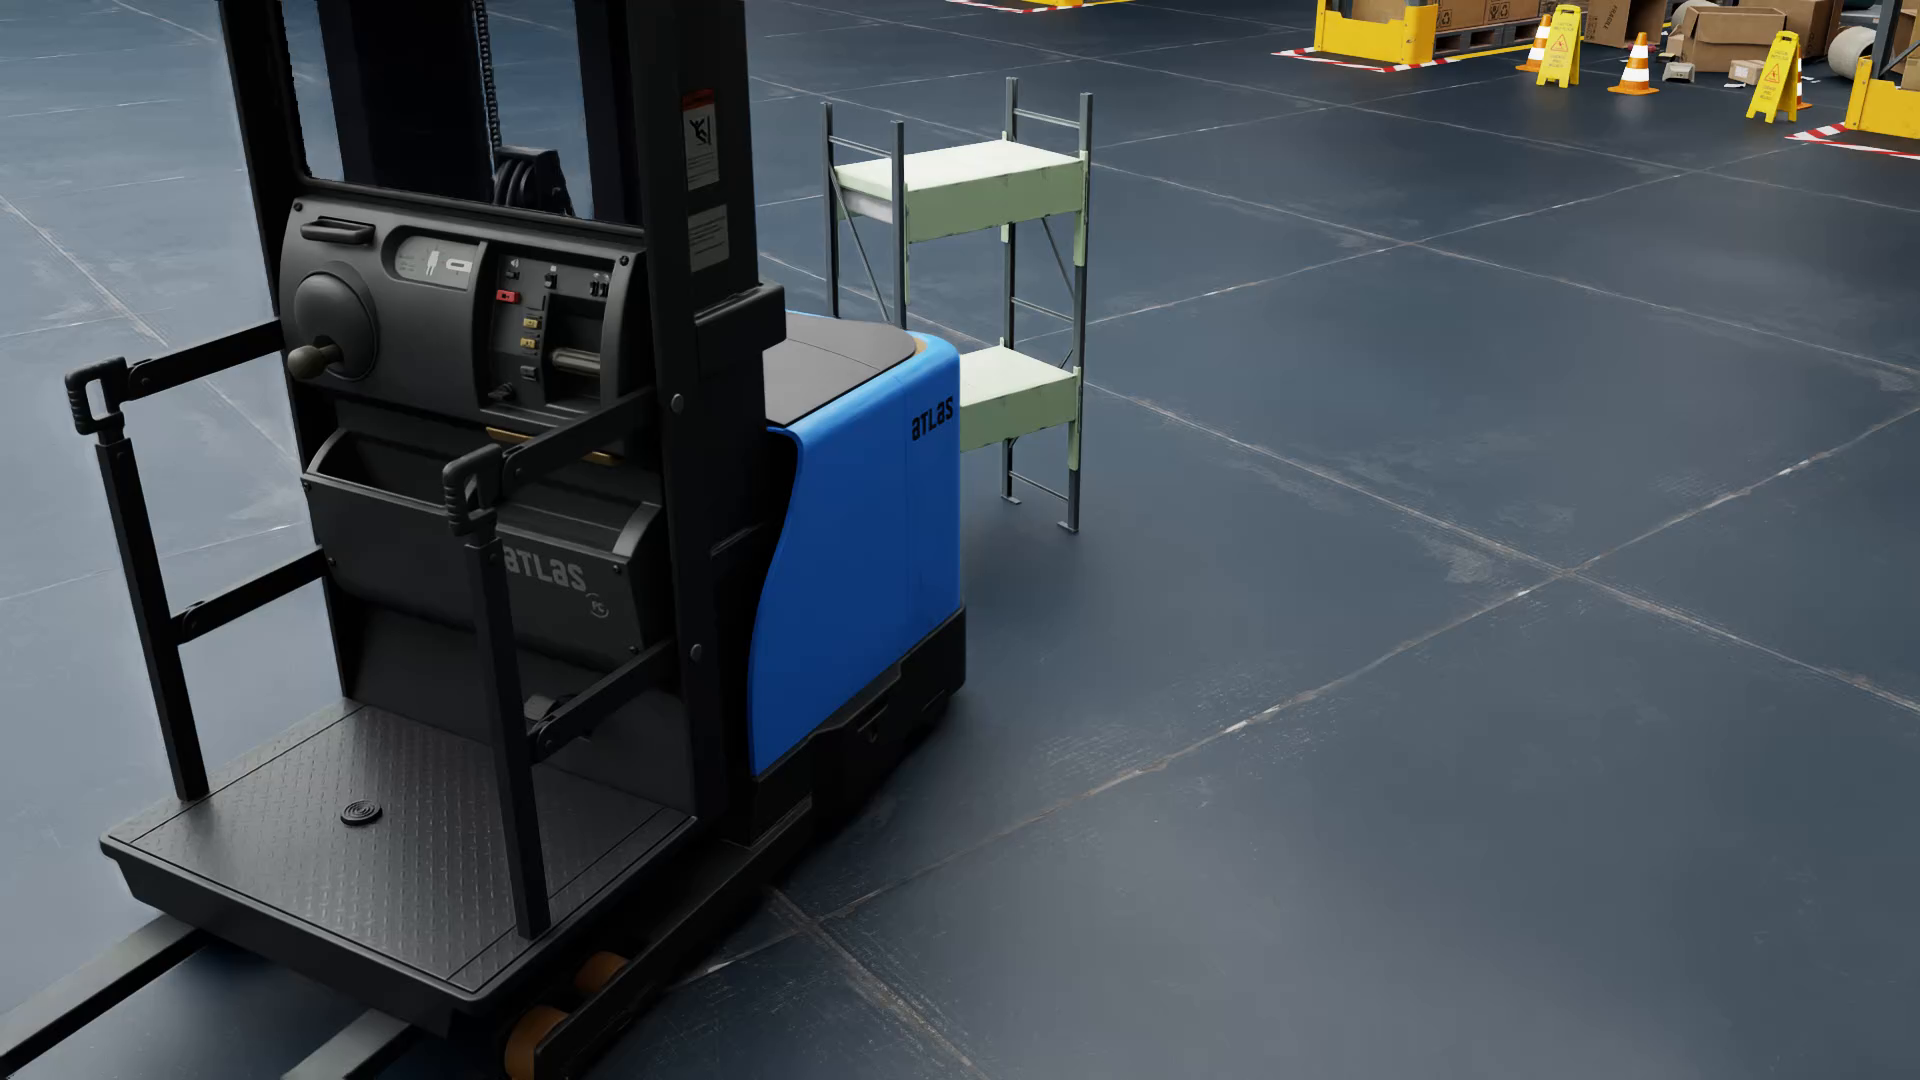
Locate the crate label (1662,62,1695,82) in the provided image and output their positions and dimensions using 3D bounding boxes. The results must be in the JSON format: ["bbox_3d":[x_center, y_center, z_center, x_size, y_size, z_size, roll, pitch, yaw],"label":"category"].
[{"bbox_3d":[6.147,-4.000,14.207,0.250,0.136,0.298,10,27,20],"label":"crate label"}]

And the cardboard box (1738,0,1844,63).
[{"bbox_3d":[7.527,-4.725,15.173,0.503,0.637,0.797,-18,31,-34],"label":"cardboard box"}]

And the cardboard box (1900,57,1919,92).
[{"bbox_3d":[7.466,-3.504,12.504,0.500,0.250,0.500,-18,31,-34],"label":"cardboard box"}]

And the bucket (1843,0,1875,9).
[{"bbox_3d":[8.306,-5.314,15.719,0.620,0.611,0.726,2,23,-21],"label":"bucket"}]

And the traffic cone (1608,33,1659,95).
[{"bbox_3d":[5.567,-3.923,13.654,0.334,0.463,0.336,-18,31,-34],"label":"traffic cone"}]

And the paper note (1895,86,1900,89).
[{"bbox_3d":[7.780,-3.781,13.860,0.142,0.019,0.148,15,29,29],"label":"paper note"}]

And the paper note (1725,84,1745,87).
[{"bbox_3d":[6.492,-3.814,13.931,0.148,0.019,0.142,15,29,29],"label":"paper note"}]

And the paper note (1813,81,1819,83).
[{"bbox_3d":[7.278,-3.898,14.136,0.123,0.001,0.032,-18,31,-34],"label":"paper note"}]

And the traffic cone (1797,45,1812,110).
[{"bbox_3d":[6.519,-3.644,13.052,0.334,0.463,0.336,-18,31,-34],"label":"traffic cone"}]

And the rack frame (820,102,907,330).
[{"bbox_3d":[-0.293,-0.583,5.226,0.023,1.500,0.400,-18,31,-34],"label":"rack frame"}]

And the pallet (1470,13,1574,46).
[{"bbox_3d":[5.383,-5.153,16.602,1.213,0.211,1.003,-18,31,-34],"label":"pallet"}]

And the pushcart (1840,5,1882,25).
[{"bbox_3d":[8.678,-4.847,15.746,1.648,0.377,0.936,15,29,29],"label":"pushcart"}]

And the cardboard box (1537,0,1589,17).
[{"bbox_3d":[5.745,-5.759,16.621,0.875,0.875,0.875,-18,30,-34],"label":"cardboard box"}]

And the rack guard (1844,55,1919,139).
[{"bbox_3d":[7.036,-3.141,11.925,0.348,0.500,1.175,-18,31,-34],"label":"rack guard"}]

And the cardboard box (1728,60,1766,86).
[{"bbox_3d":[6.761,-3.972,14.131,0.250,0.149,0.380,-3,25,-7],"label":"cardboard box"}]

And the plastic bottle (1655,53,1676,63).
[{"bbox_3d":[6.435,-4.396,15.149,0.133,0.061,0.283,15,29,29],"label":"plastic bottle"}]

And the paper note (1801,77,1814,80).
[{"bbox_3d":[7.253,-3.979,14.302,0.142,0.019,0.148,-8,26,-16],"label":"paper note"}]

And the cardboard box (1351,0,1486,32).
[{"bbox_3d":[4.336,-5.294,15.618,0.875,0.875,0.875,-18,30,-34],"label":"cardboard box"}]

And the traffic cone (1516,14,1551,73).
[{"bbox_3d":[5.137,-4.386,14.651,0.334,0.463,0.336,-18,31,-34],"label":"traffic cone"}]

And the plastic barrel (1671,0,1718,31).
[{"bbox_3d":[7.044,-4.937,15.884,0.421,0.421,0.512,1,25,2],"label":"plastic barrel"}]

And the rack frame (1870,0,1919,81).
[{"bbox_3d":[6.977,-4.255,11.356,0.127,3.000,1.000,-18,31,-34],"label":"rack frame"}]

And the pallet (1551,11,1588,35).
[{"bbox_3d":[6.344,-5.472,17.289,1.213,0.211,1.003,-18,31,-34],"label":"pallet"}]

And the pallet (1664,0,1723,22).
[{"bbox_3d":[7.551,-5.869,18.144,1.213,0.211,1.003,-18,31,-34],"label":"pallet"}]

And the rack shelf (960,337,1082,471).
[{"bbox_3d":[-0.005,-0.383,5.568,0.720,0.370,0.431,-18,31,-34],"label":"rack shelf"}]

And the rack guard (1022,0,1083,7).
[{"bbox_3d":[0.921,-6.424,18.999,0.348,0.500,1.175,-18,31,-34],"label":"rack guard"}]

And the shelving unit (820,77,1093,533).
[{"bbox_3d":[-0.005,-0.679,5.431,0.755,1.500,0.431,-18,31,-34],"label":"shelving unit"}]

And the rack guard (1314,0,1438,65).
[{"bbox_3d":[3.824,-4.729,15.346,0.348,0.500,1.175,-18,31,-34],"label":"rack guard"}]

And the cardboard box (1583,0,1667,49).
[{"bbox_3d":[6.402,-5.032,15.996,0.500,0.500,0.500,-13,28,-25],"label":"cardboard box"}]

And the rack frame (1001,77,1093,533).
[{"bbox_3d":[0.283,-0.774,5.635,0.023,1.500,0.400,-18,31,-34],"label":"rack frame"}]

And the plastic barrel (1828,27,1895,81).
[{"bbox_3d":[7.668,-4.125,14.135,0.421,0.421,0.512,1,25,2],"label":"plastic barrel"}]

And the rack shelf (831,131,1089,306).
[{"bbox_3d":[-0.005,-1.033,5.266,0.720,0.370,0.431,-18,31,-34],"label":"rack shelf"}]

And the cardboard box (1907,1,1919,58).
[{"bbox_3d":[7.446,-3.833,12.323,0.500,0.500,0.500,-18,30,-34],"label":"cardboard box"}]

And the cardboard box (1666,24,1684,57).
[{"bbox_3d":[6.774,-4.611,15.371,0.258,0.266,0.396,-13,28,-25],"label":"cardboard box"}]

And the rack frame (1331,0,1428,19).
[{"bbox_3d":[3.843,-5.869,14.833,0.127,3.000,1.000,-18,31,-34],"label":"rack frame"}]

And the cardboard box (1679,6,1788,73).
[{"bbox_3d":[6.797,-4.418,14.672,0.797,0.503,0.637,5,25,11],"label":"cardboard box"}]

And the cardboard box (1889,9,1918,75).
[{"bbox_3d":[8.442,-4.334,14.492,0.500,0.500,0.500,1,25,2],"label":"cardboard box"}]

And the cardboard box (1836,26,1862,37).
[{"bbox_3d":[8.159,-4.554,15.247,0.258,0.266,0.396,5,25,11],"label":"cardboard box"}]

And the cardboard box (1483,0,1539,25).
[{"bbox_3d":[5.027,-5.523,16.112,0.875,0.875,0.875,-19,31,-35],"label":"cardboard box"}]

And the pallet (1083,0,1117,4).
[{"bbox_3d":[1.583,-6.493,19.489,1.213,0.211,1.003,-18,31,-34],"label":"pallet"}]

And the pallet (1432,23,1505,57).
[{"bbox_3d":[4.424,-4.838,15.923,1.213,0.211,1.003,-18,31,-34],"label":"pallet"}]

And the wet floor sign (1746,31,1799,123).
[{"bbox_3d":[6.167,-3.493,12.509,0.232,0.644,0.267,-8,26,-16],"label":"wet floor sign"}]

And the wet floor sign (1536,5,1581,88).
[{"bbox_3d":[5.042,-4.138,13.899,0.267,0.644,0.232,21,32,37],"label":"wet floor sign"}]

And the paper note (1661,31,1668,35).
[{"bbox_3d":[7.020,-5.087,16.674,0.147,0.020,0.142,5,25,11],"label":"paper note"}]

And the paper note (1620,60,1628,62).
[{"bbox_3d":[6.091,-4.356,15.101,0.142,0.017,0.144,-8,26,-16],"label":"paper note"}]

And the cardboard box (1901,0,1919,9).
[{"bbox_3d":[9.002,-5.086,15.216,0.500,0.500,0.500,-18,31,-34],"label":"cardboard box"}]

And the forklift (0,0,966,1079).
[{"bbox_3d":[-1.136,-0.437,3.210,1.130,2.935,3.031,13,28,26],"label":"forklift"}]

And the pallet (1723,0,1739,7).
[{"bbox_3d":[8.512,-6.187,18.831,1.213,0.211,1.003,-18,31,-34],"label":"pallet"}]

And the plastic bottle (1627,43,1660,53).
[{"bbox_3d":[6.452,-4.636,15.667,0.283,0.061,0.133,15,29,29],"label":"plastic bottle"}]
